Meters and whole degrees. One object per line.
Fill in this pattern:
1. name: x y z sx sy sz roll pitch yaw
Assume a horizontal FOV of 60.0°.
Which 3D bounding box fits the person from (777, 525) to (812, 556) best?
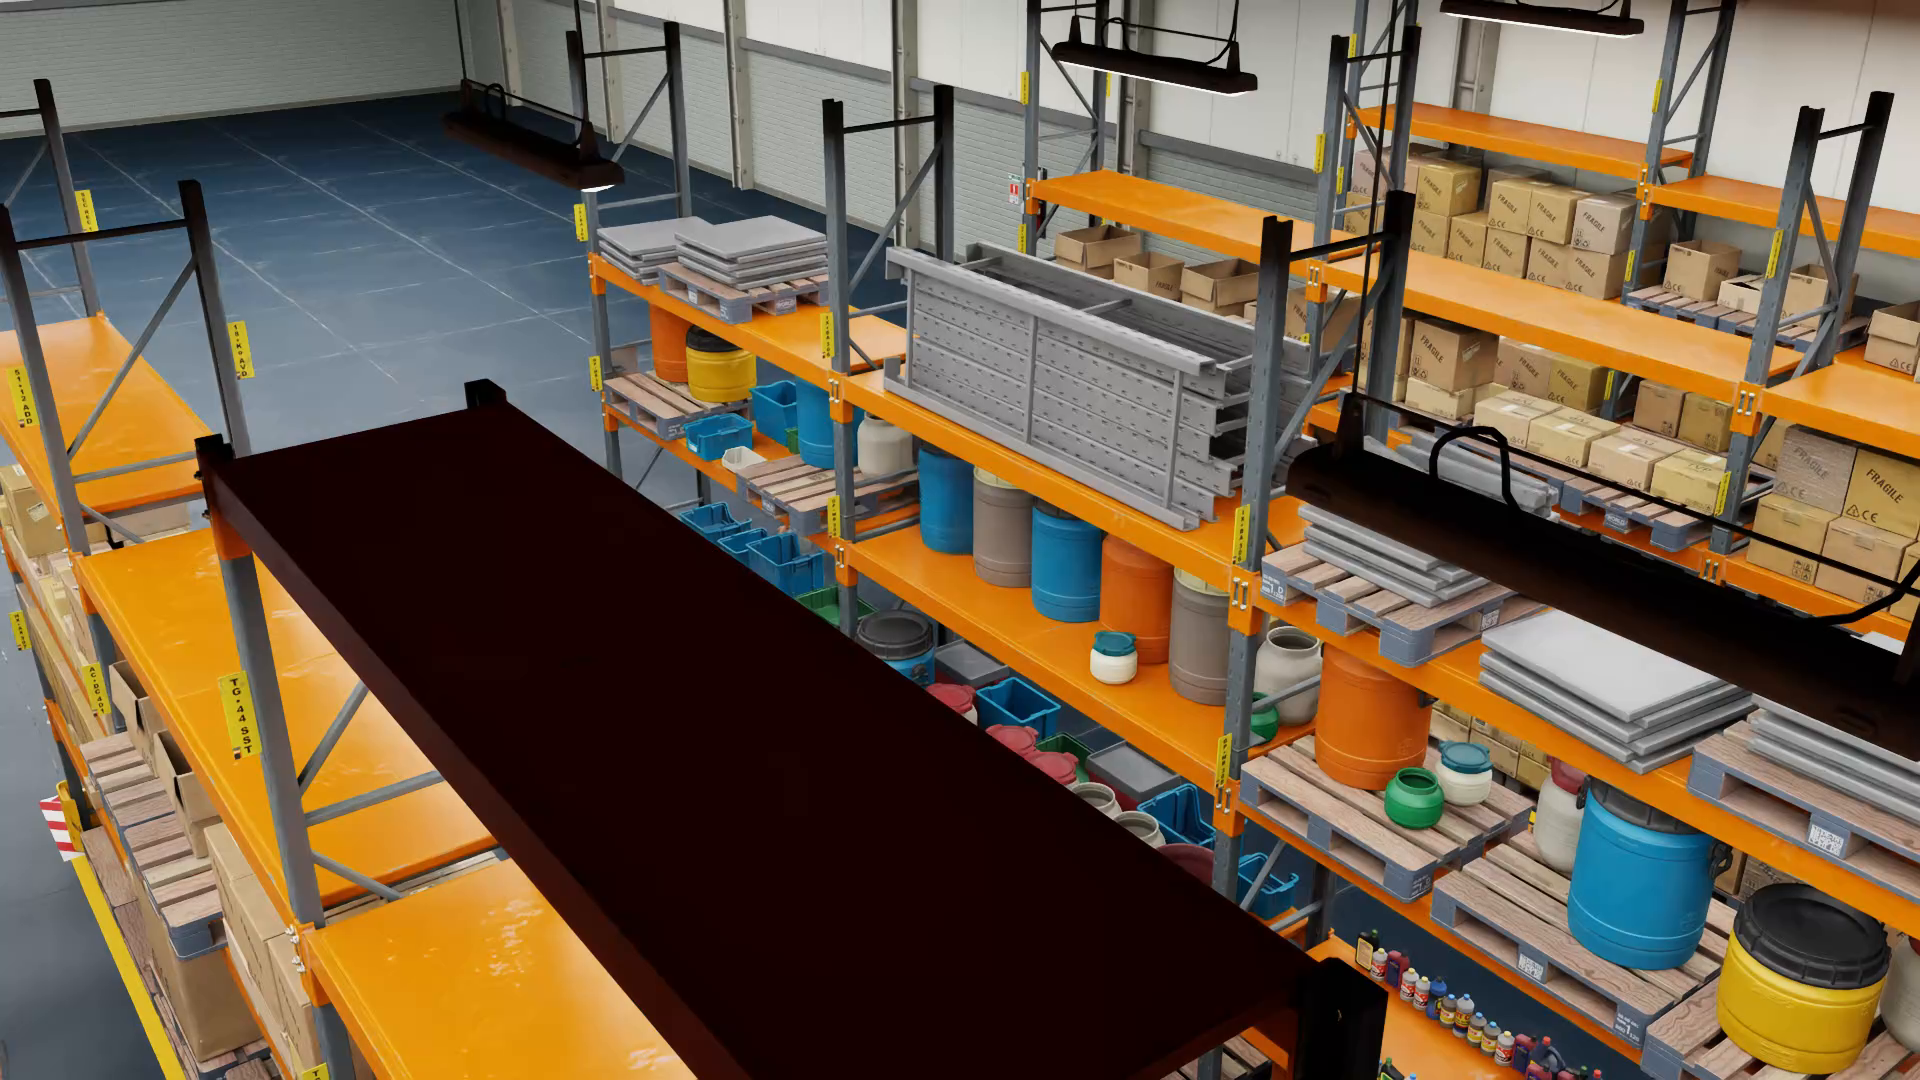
1. person: -1.686 -0.155 17.349 0.489 1.842 0.564 3 25 6
